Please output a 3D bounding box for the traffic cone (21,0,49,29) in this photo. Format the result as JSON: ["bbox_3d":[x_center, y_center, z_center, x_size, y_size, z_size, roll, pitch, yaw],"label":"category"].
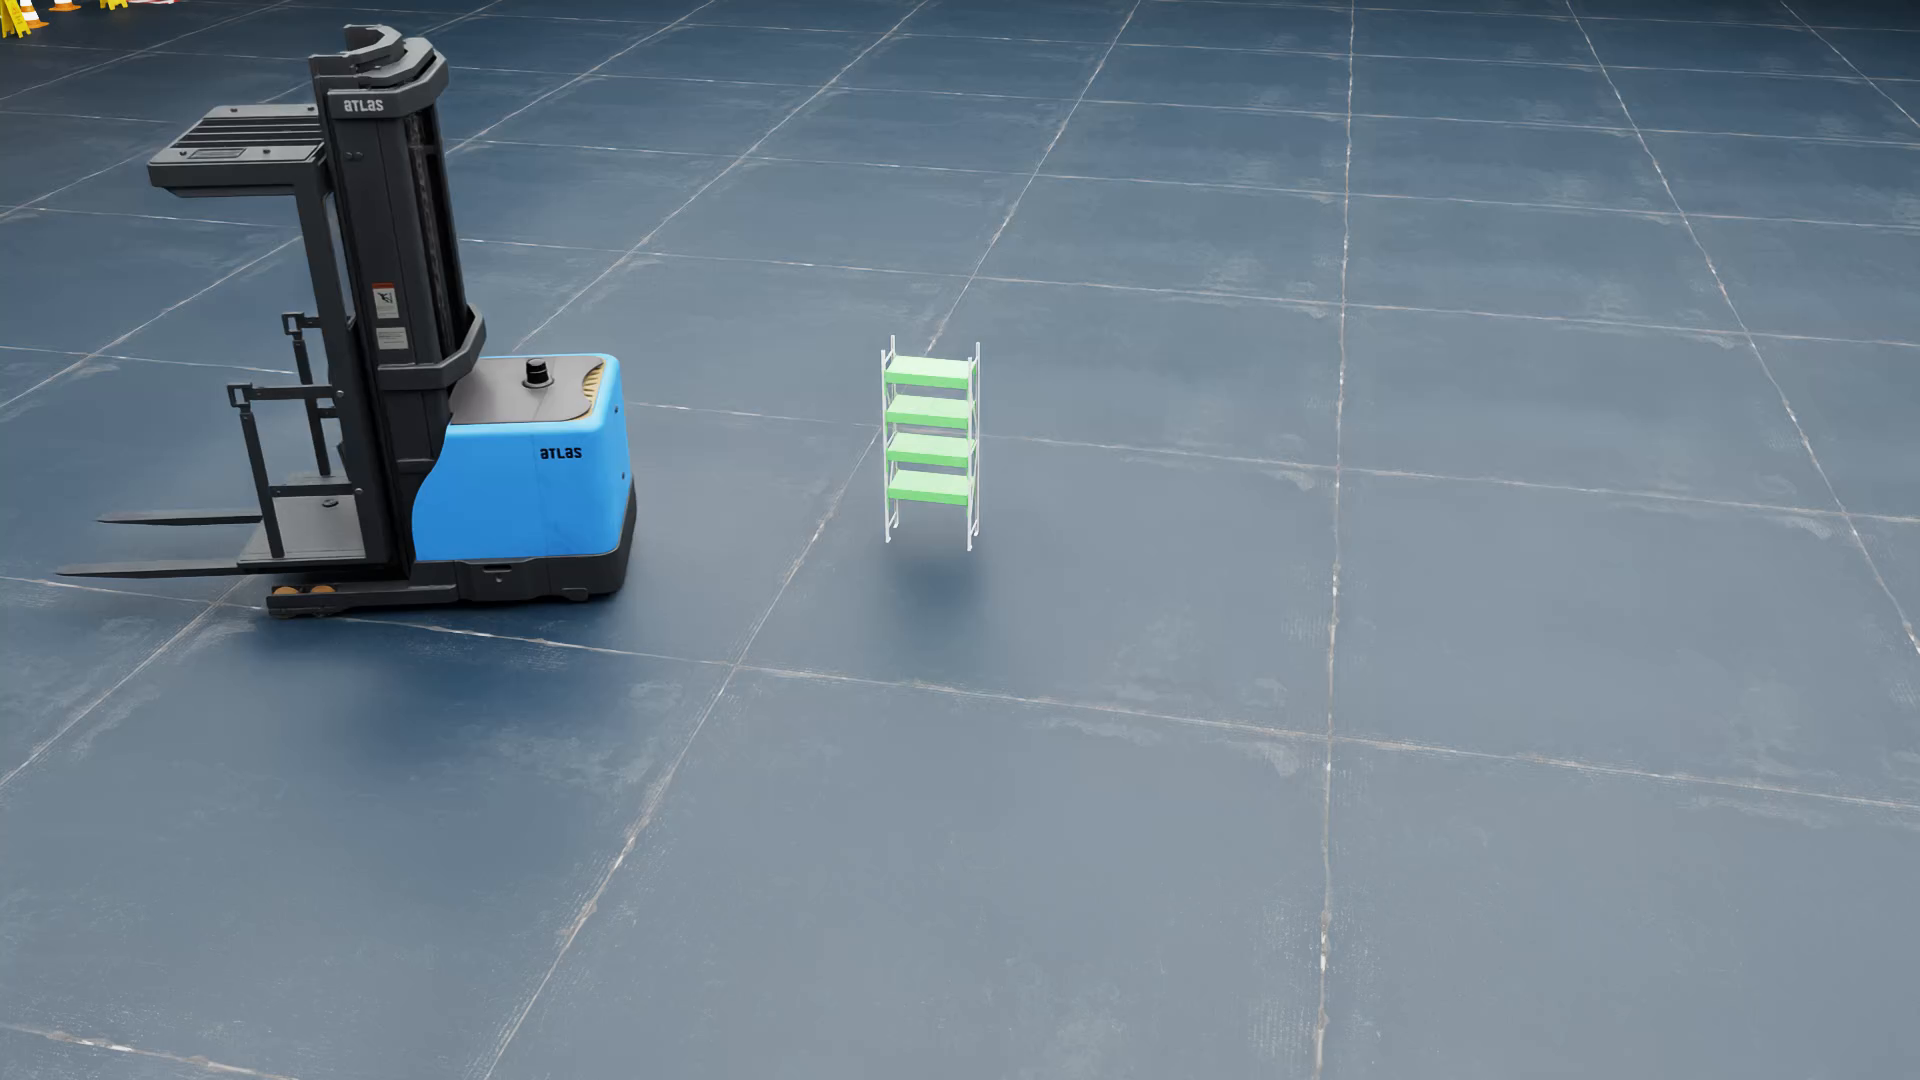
[{"bbox_3d":[-12.498,-7.128,22.289,0.334,0.463,0.336,6,29,11],"label":"traffic cone"}]

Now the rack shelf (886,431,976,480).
[{"bbox_3d":[-0.162,-0.487,9.523,0.480,0.148,0.258,6,29,11],"label":"rack shelf"}]

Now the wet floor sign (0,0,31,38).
[{"bbox_3d":[-12.402,-6.919,21.716,0.232,0.644,0.267,1,29,2],"label":"wet floor sign"}]

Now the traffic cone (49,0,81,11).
[{"bbox_3d":[-12.599,-7.684,23.303,0.334,0.463,0.336,6,29,11],"label":"traffic cone"}]

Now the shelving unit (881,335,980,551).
[{"bbox_3d":[-0.162,-0.543,9.492,0.503,1.200,0.258,6,29,11],"label":"shelving unit"}]

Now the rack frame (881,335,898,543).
[{"bbox_3d":[-0.401,-0.567,9.537,0.015,1.200,0.240,6,29,11],"label":"rack frame"}]

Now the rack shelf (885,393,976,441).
[{"bbox_3d":[-0.162,-0.697,9.408,0.480,0.148,0.258,6,29,11],"label":"rack shelf"}]

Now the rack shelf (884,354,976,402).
[{"bbox_3d":[-0.162,-0.908,9.292,0.480,0.148,0.258,6,29,11],"label":"rack shelf"}]

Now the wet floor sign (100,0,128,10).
[{"bbox_3d":[-11.946,-7.805,23.335,0.232,0.644,0.267,17,33,28],"label":"wet floor sign"}]

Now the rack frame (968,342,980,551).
[{"bbox_3d":[0.077,-0.518,9.448,0.015,1.200,0.240,6,29,11],"label":"rack frame"}]

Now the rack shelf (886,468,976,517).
[{"bbox_3d":[-0.162,-0.276,9.638,0.480,0.148,0.258,6,29,11],"label":"rack shelf"}]

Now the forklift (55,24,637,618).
[{"bbox_3d":[-3.398,-1.128,8.758,3.031,2.935,1.130,-2,29,-4],"label":"forklift"}]
